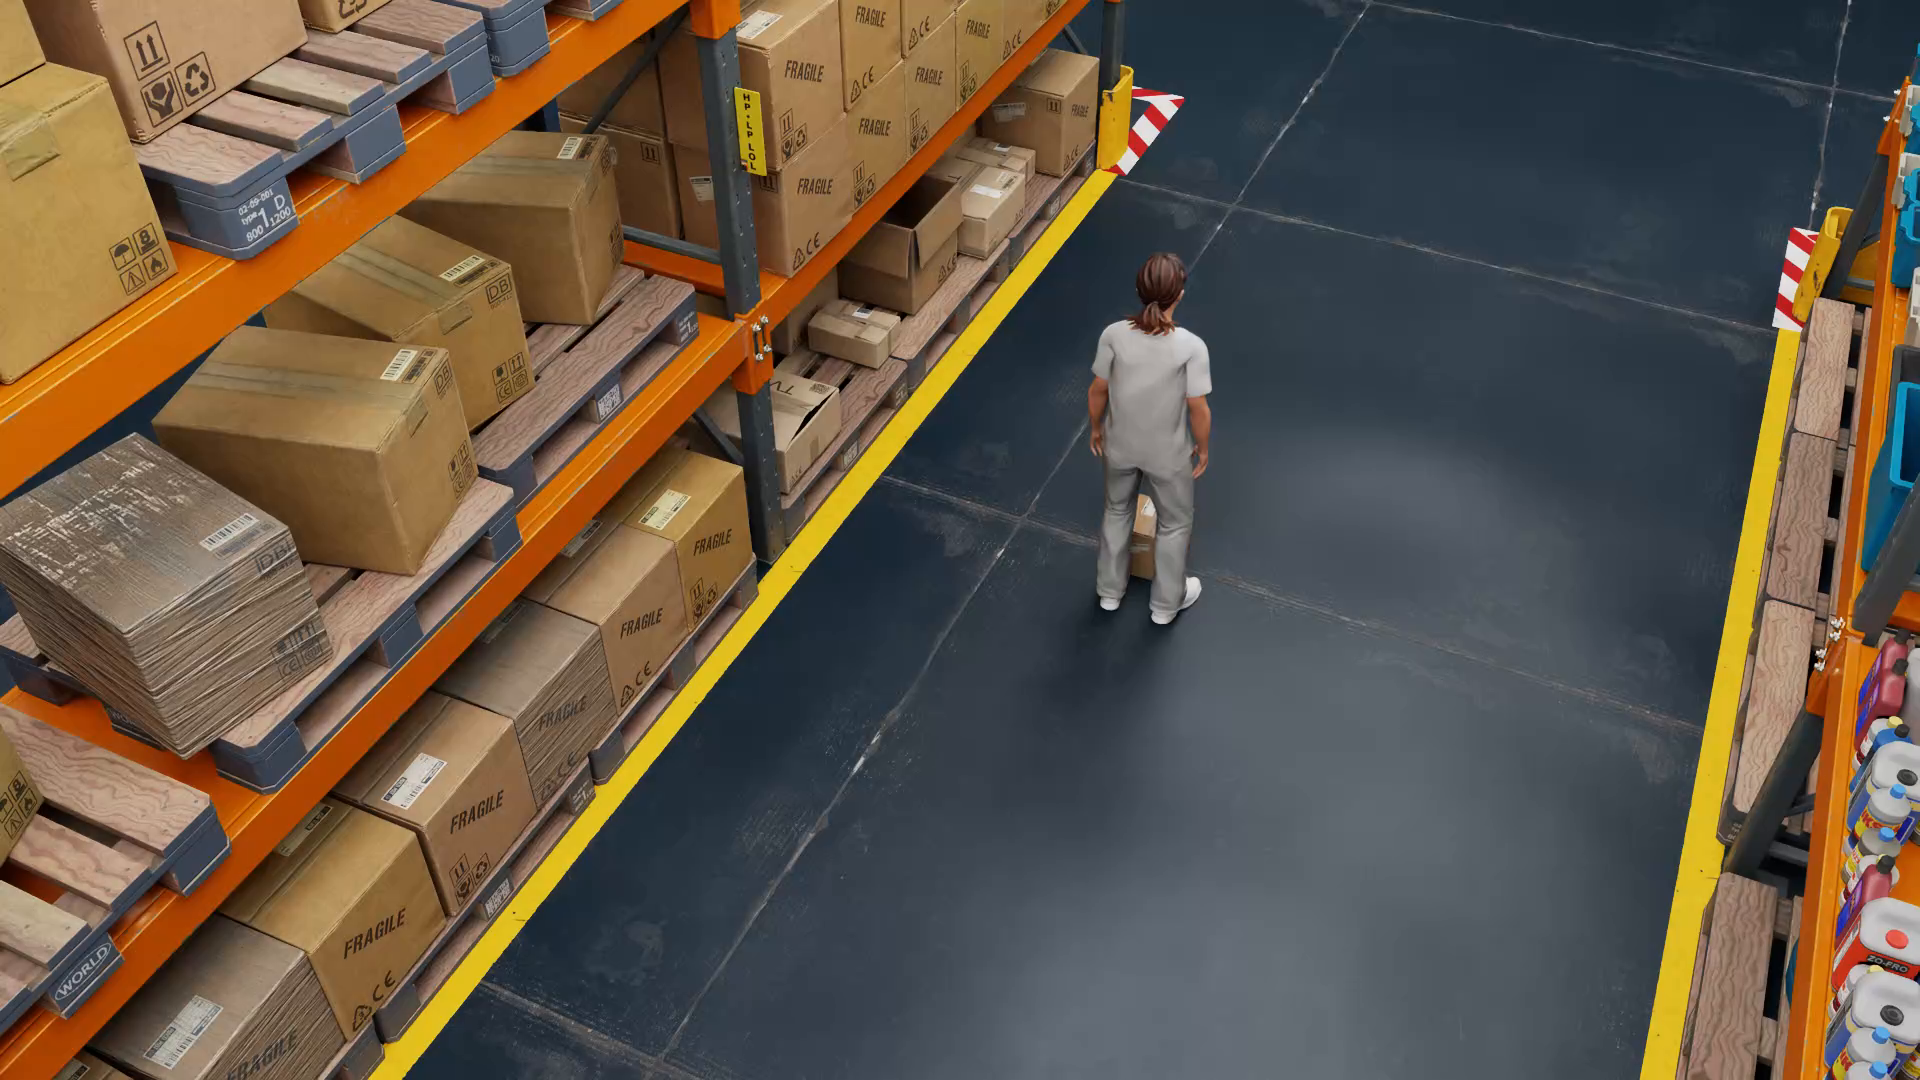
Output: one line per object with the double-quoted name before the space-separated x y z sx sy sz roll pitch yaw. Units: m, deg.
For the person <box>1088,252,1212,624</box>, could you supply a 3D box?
"person" 0.751 -0.373 6.574 0.512 1.671 0.359 15 44 16
